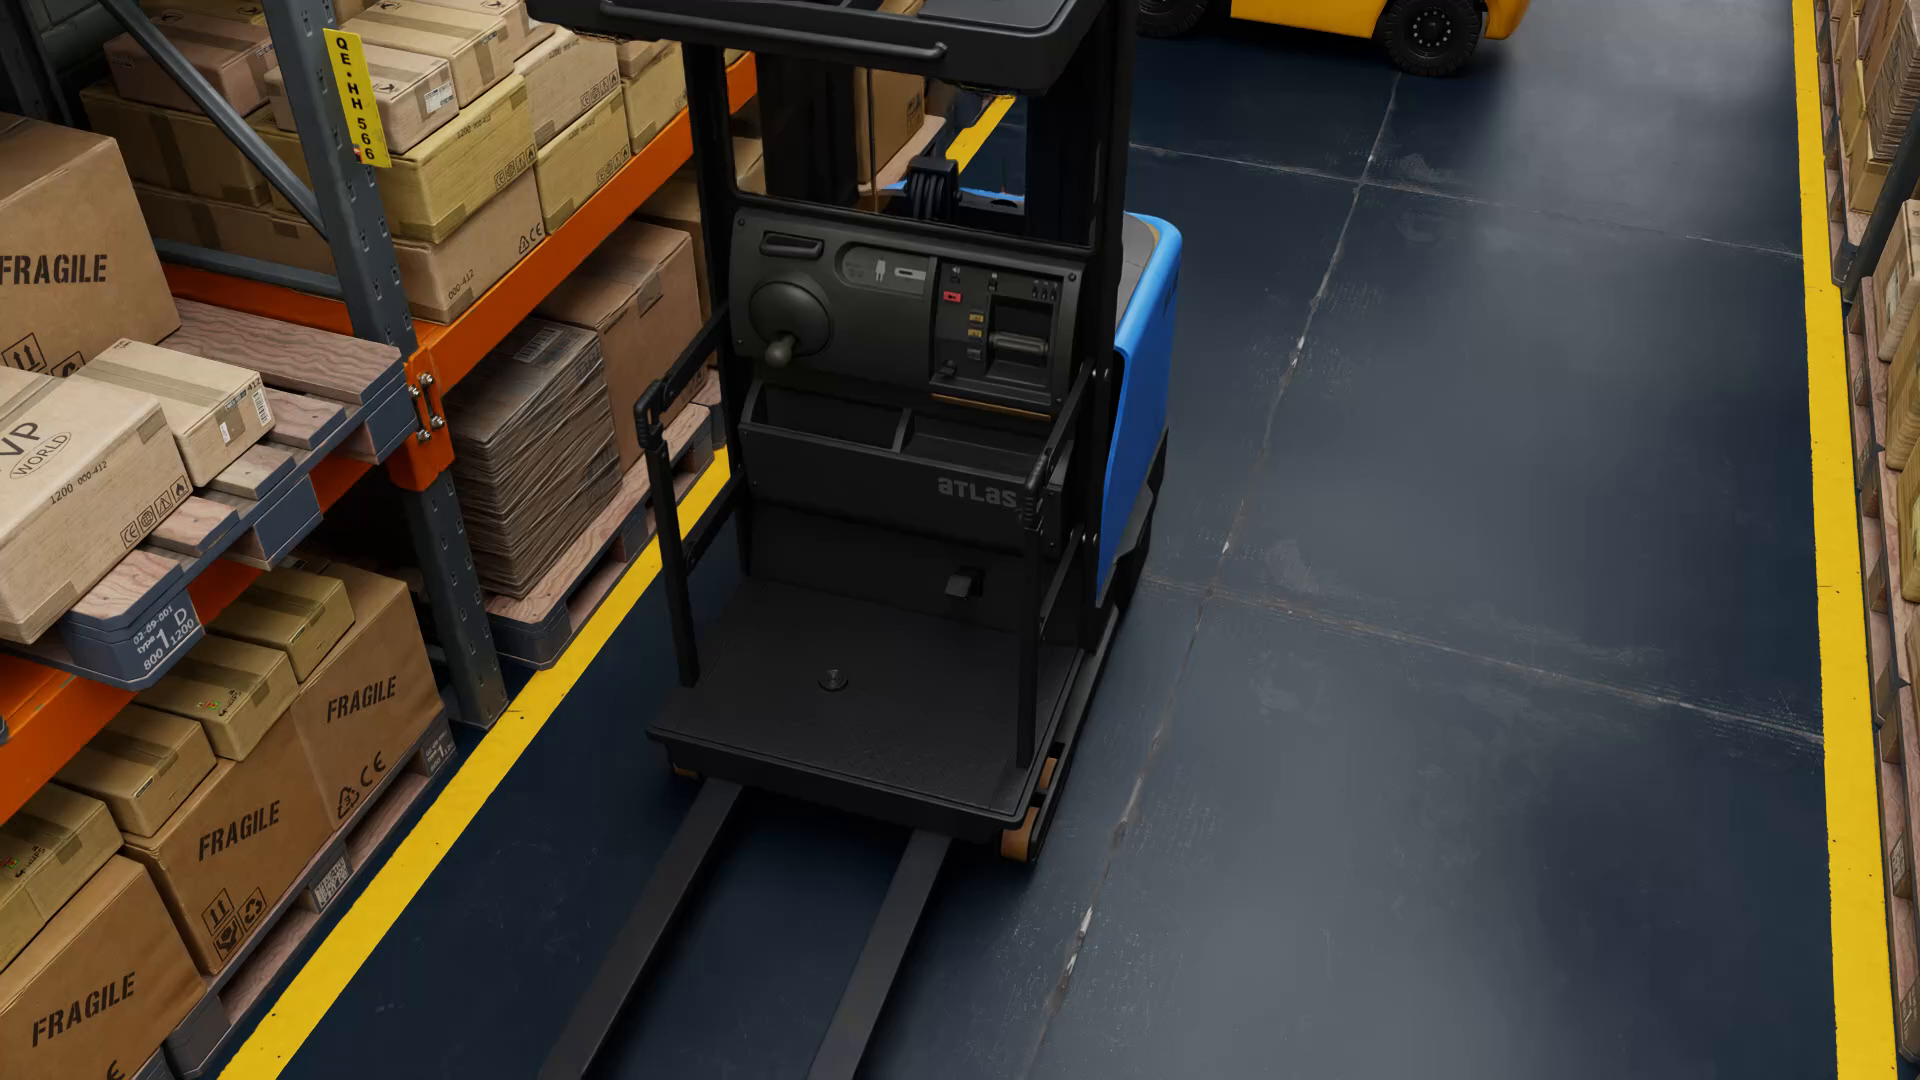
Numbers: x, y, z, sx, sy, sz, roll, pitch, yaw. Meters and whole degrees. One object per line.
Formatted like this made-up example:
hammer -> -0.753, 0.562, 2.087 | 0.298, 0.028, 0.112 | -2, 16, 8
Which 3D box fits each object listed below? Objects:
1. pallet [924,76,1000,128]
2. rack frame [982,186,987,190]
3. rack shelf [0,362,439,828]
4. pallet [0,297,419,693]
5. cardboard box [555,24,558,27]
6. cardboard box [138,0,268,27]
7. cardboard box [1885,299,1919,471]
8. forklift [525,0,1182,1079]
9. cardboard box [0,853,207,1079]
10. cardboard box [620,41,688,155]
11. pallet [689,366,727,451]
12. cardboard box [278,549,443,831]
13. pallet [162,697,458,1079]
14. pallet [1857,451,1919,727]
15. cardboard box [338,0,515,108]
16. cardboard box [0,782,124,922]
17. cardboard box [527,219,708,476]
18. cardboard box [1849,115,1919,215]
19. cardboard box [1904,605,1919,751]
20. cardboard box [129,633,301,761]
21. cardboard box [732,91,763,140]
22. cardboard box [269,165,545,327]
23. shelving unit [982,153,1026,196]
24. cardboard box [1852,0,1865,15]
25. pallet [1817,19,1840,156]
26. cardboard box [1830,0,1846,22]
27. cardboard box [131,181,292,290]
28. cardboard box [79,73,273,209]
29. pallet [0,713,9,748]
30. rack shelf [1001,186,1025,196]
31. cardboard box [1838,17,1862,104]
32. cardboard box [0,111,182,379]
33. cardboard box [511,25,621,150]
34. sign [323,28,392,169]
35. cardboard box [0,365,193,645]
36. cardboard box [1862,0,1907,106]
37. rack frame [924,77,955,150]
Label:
pallet -> -0.205, -2.559, 8.587 | 1.003, 0.211, 1.213 | 13, 42, 15
rack frame -> 0.168, -0.751, 5.821 | 0.200, 1.050, 0.008 | 12, 42, 13
rack shelf -> -2.568, 0.789, 3.068 | 1.077, 0.370, 4.000 | 13, 42, 15
pallet -> -2.050, -0.202, 3.824 | 1.213, 0.211, 1.003 | 13, 42, 15
cardboard box -> -1.267, -1.606, 4.744 | 0.380, 0.149, 0.250 | 14, 42, 16
cardboard box -> -1.979, -1.417, 4.523 | 0.380, 0.149, 0.250 | 14, 43, 16
cardboard box -> 3.730, -0.445, 5.662 | 0.950, 0.372, 0.625 | 16, 43, 18
forklift -> -0.214, -0.506, 4.085 | 1.130, 2.935, 3.031 | 12, 42, 13
cardboard box -> -2.184, 1.015, 3.851 | 0.500, 0.500, 0.500 | 15, 43, 17
cardboard box -> -1.157, -1.485, 5.295 | 0.500, 0.250, 0.500 | 12, 42, 14
pallet -> -1.147, -0.879, 6.617 | 1.003, 0.211, 1.213 | 13, 42, 15
cardboard box -> -1.827, 0.392, 4.581 | 0.500, 0.500, 0.500 | 14, 43, 16
pallet -> -2.175, 0.803, 4.646 | 1.003, 0.211, 1.213 | 13, 42, 15
pallet -> 3.469, 0.238, 5.308 | 1.003, 0.211, 1.213 | 13, 42, 15
cardboard box -> -1.408, -1.281, 4.364 | 0.380, 0.149, 0.250 | 14, 42, 16
cardboard box -> -2.144, 0.673, 3.753 | 0.380, 0.149, 0.250 | 14, 43, 16
cardboard box -> -1.442, -0.738, 5.810 | 0.875, 0.625, 0.625 | 15, 43, 16
cardboard box -> 4.099, -1.579, 7.084 | 0.500, 0.250, 0.500 | 15, 43, 17
cardboard box -> 3.229, 0.441, 4.623 | 0.950, 0.372, 0.625 | 13, 42, 14
cardboard box -> -1.879, 0.371, 4.107 | 0.380, 0.149, 0.250 | 11, 42, 13
cardboard box -> -0.957, -1.608, 6.830 | 0.875, 0.625, 0.625 | 13, 42, 15
cardboard box -> -1.503, -0.864, 4.567 | 0.500, 0.250, 0.500 | 13, 42, 15
shelving unit -> 0.206, -0.826, 5.909 | 0.215, 1.050, 0.252 | 12, 42, 13
cardboard box -> 4.620, -2.814, 7.955 | 0.500, 0.500, 0.500 | 14, 42, 16
pallet -> 4.761, -2.148, 8.105 | 1.003, 0.211, 1.213 | 13, 42, 15
cardboard box -> 4.800, -2.858, 8.584 | 0.500, 0.250, 0.500 | 15, 43, 17
cardboard box -> -1.971, -0.978, 4.701 | 0.500, 0.250, 0.500 | 12, 42, 14
cardboard box -> -1.992, -1.173, 4.544 | 0.500, 0.250, 0.500 | 14, 42, 16
pallet -> -2.545, 0.556, 2.935 | 1.003, 0.211, 1.213 | 13, 42, 15
rack shelf -> 0.206, -1.034, 5.732 | 0.215, 0.259, 0.240 | 12, 42, 13
cardboard box -> 4.450, -2.215, 7.830 | 0.500, 0.250, 0.500 | 14, 42, 16
cardboard box -> -2.207, -0.623, 3.768 | 0.500, 0.500, 0.500 | 15, 43, 17
cardboard box -> -1.331, -1.359, 4.762 | 0.500, 0.250, 0.500 | 15, 43, 16
sign -> -1.371, -1.000, 3.780 | 0.100, 0.325, 0.005 | 13, 42, 15
cardboard box -> -1.941, -0.092, 3.338 | 0.500, 0.250, 0.500 | 11, 42, 13
cardboard box -> 4.272, -2.175, 7.205 | 0.500, 0.500, 0.500 | 14, 42, 16
rack frame -> -0.516, -3.144, 7.124 | 1.000, 3.000, 0.127 | 13, 42, 15
